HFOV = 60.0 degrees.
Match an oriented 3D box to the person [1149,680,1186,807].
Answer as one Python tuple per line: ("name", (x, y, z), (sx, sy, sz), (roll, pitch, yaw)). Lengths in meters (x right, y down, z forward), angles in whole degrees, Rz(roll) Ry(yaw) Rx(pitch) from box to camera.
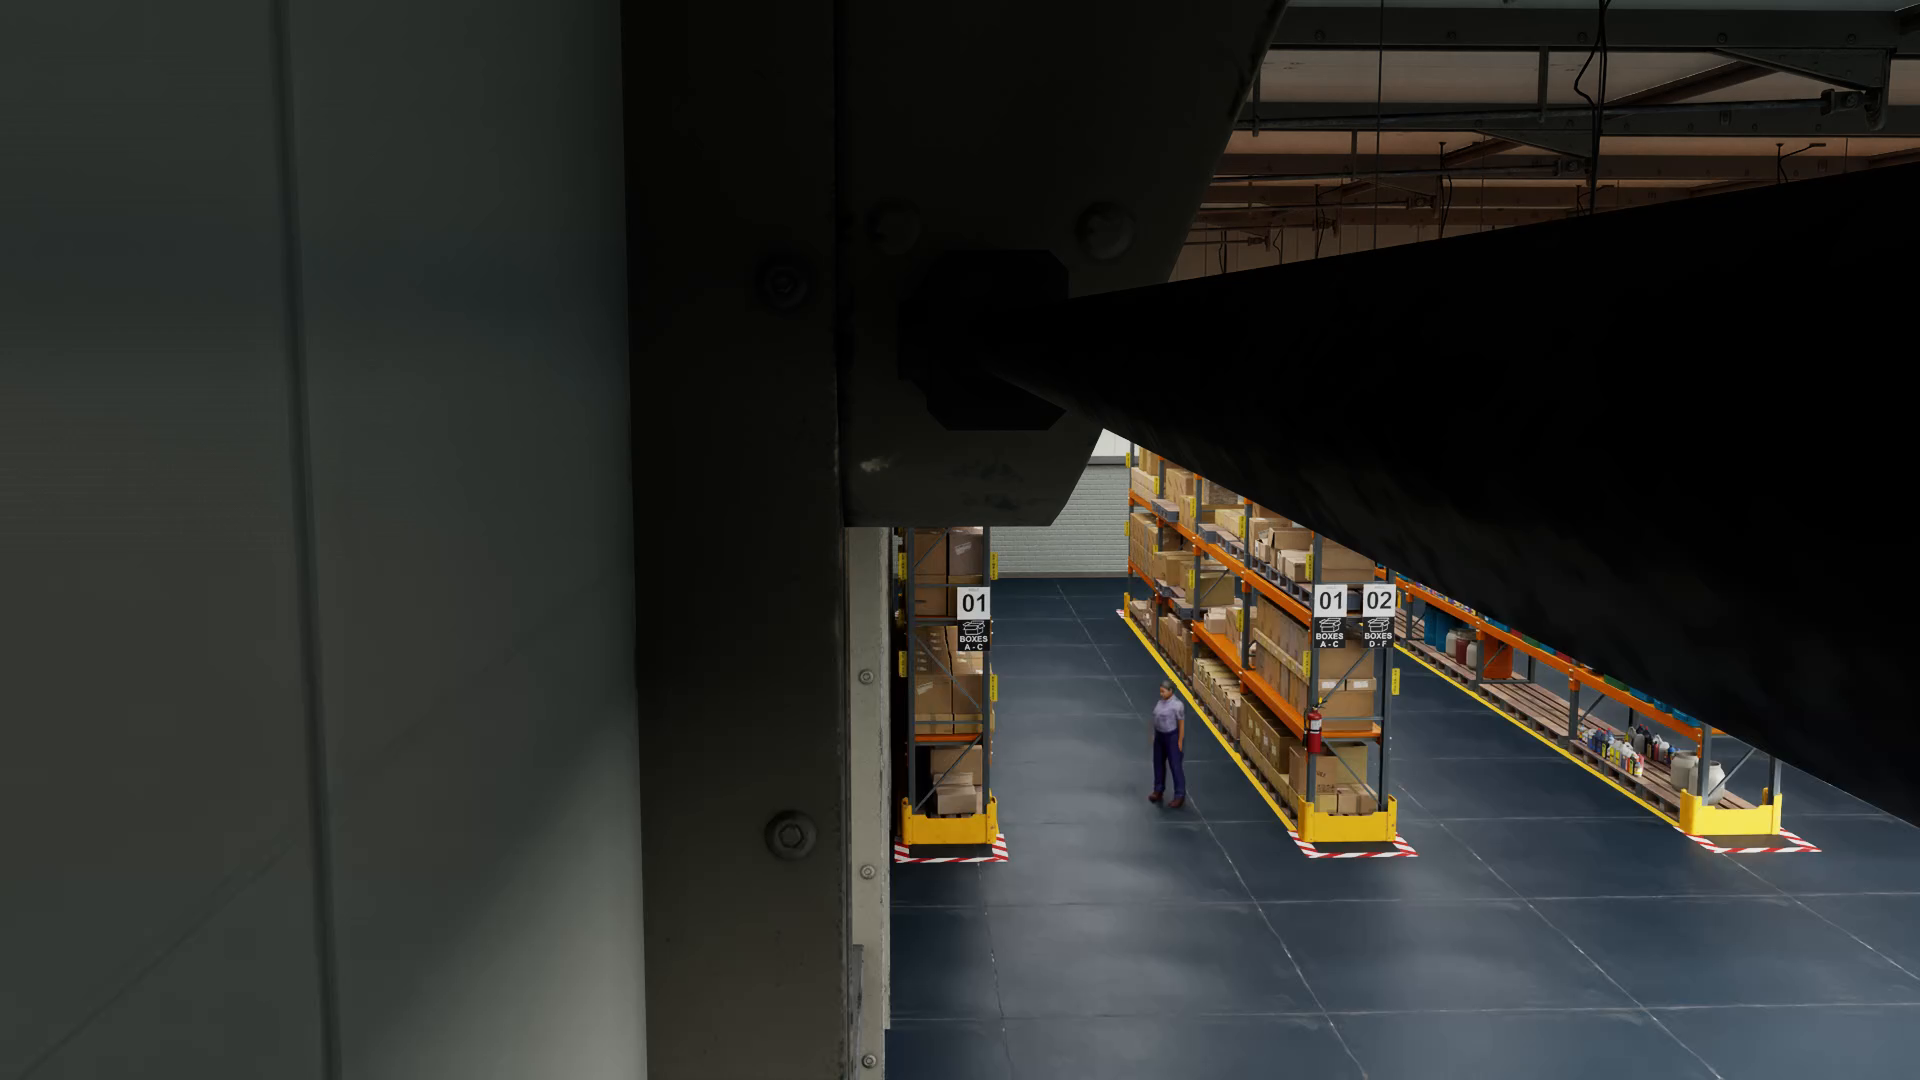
("person", (2.781, 2.685, 22.188), (0.389, 1.649, 0.578), (-5, 9, -32))
